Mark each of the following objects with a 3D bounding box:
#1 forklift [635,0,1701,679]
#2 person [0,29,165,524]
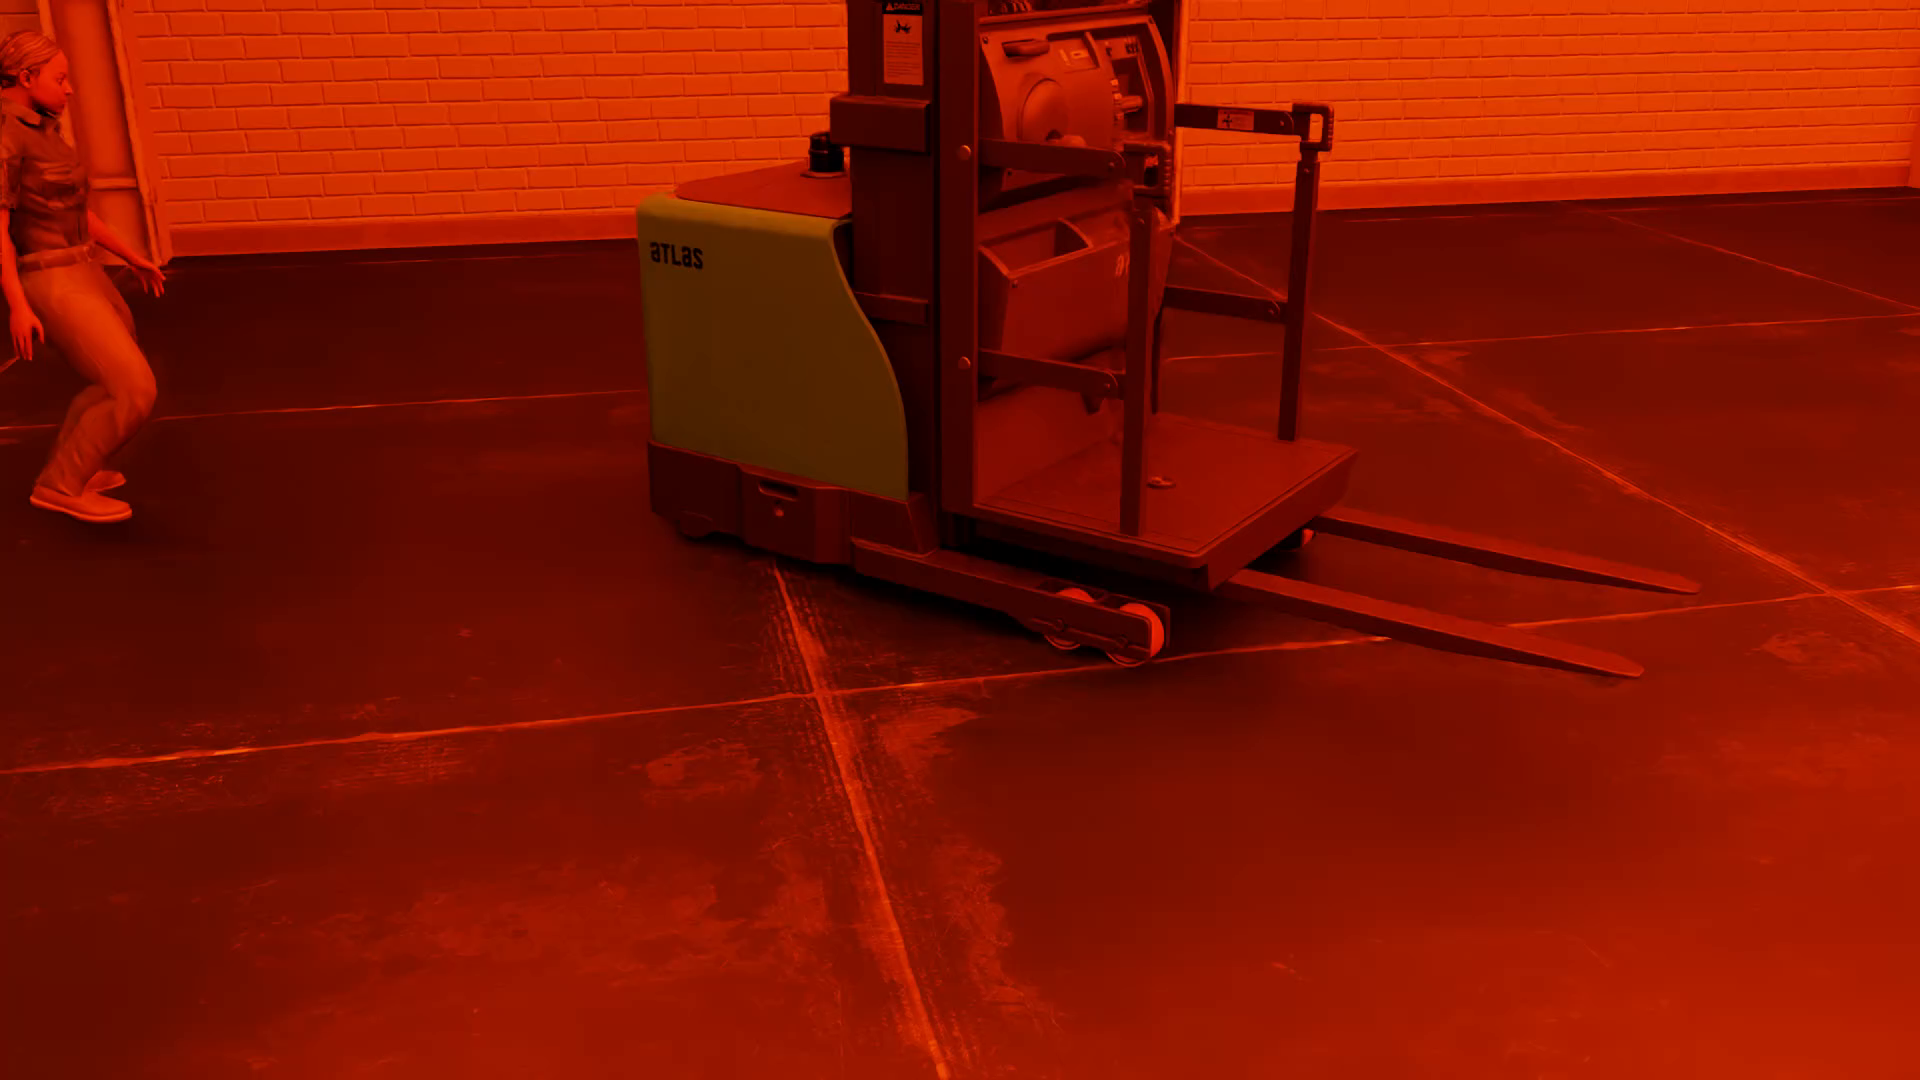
[{"bbox_3d":[0.508,-1.247,4.457,3.031,2.935,1.130,14,25,32],"label":"forklift"},{"bbox_3d":[-2.811,-0.798,5.254,0.581,1.556,0.850,-3,21,-9],"label":"person"}]
